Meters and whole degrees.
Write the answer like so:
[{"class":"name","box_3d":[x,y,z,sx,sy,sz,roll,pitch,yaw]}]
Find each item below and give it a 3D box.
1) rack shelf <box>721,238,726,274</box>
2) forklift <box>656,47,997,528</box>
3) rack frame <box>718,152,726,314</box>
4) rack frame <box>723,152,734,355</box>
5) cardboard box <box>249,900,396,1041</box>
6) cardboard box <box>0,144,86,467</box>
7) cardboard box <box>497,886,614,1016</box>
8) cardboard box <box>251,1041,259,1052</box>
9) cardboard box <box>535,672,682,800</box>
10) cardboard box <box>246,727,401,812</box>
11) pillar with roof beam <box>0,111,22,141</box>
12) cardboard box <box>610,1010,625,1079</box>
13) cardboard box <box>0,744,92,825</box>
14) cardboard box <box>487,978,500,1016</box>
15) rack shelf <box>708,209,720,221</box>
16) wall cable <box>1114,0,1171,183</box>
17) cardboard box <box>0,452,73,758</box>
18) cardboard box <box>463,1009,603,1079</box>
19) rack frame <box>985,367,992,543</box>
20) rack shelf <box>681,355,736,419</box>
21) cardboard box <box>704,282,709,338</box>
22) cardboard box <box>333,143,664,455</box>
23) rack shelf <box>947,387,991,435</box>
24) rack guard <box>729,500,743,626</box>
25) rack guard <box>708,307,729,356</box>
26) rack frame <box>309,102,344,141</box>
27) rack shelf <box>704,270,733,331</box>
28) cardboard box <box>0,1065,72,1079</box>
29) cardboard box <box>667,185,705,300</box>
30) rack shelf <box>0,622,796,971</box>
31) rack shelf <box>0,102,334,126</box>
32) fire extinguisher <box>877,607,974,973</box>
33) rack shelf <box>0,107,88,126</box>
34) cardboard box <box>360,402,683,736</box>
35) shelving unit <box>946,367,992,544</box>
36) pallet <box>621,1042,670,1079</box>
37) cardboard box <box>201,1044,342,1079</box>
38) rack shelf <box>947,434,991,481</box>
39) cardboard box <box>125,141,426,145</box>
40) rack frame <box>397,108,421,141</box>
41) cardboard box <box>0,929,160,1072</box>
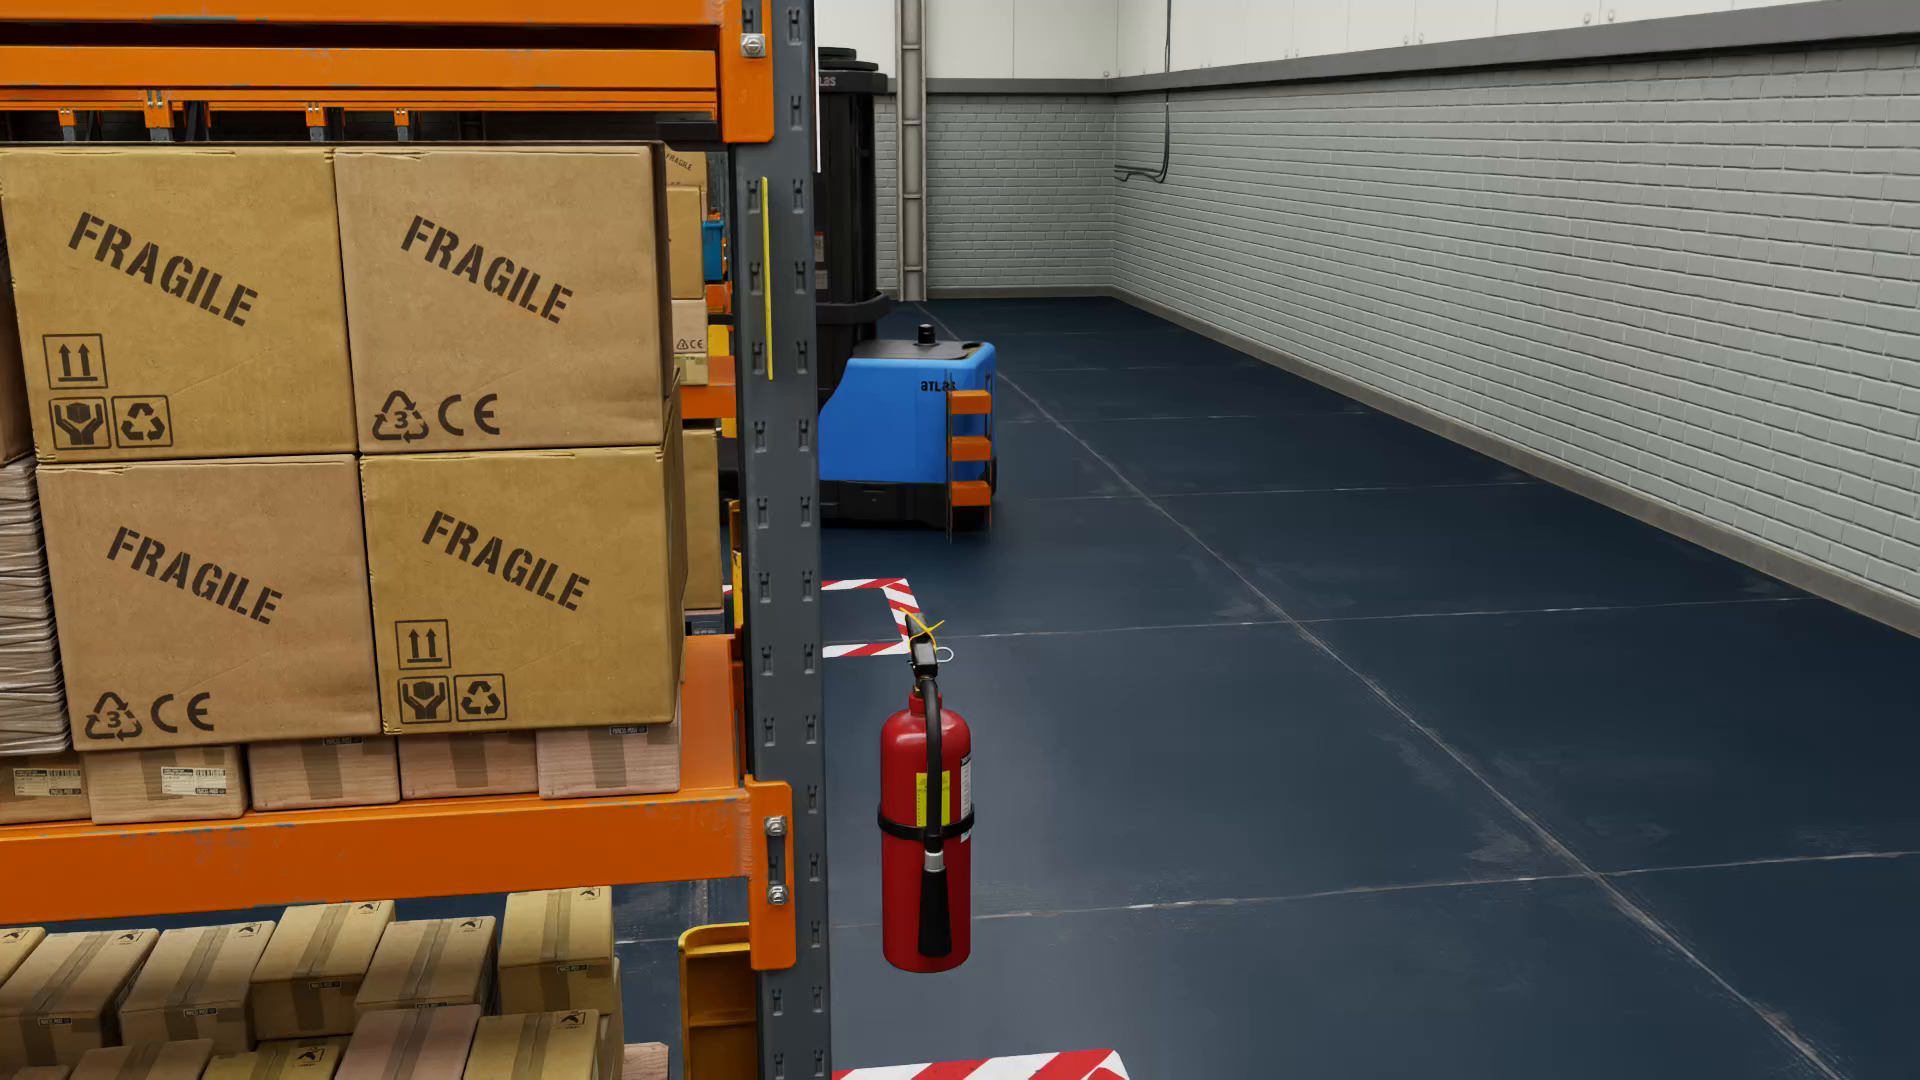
[{"class":"rack shelf","box_3d":[-4.471,-3.010,17.538,4.000,0.370,1.077,-2,14,-8]},{"class":"forklift","box_3d":[-1.314,-1.646,10.758,3.031,2.935,1.130,2,14,9]},{"class":"rack frame","box_3d":[-2.493,-3.432,17.740,0.127,3.000,1.000,-2,14,-8]},{"class":"rack frame","box_3d":[-1.759,-2.240,12.988,0.127,3.000,1.000,-2,14,-8]},{"class":"cardboard box","box_3d":[-1.473,0.993,3.870,0.250,0.149,0.380,-2,14,-8]},{"class":"cardboard box","box_3d":[-1.811,-0.414,2.834,0.500,0.500,0.500,-1,14,-5]},{"class":"cardboard box","box_3d":[-0.951,0.976,3.939,0.250,0.149,0.380,-3,14,-11]},{"class":"cardboard box","box_3d":[-1.716,1.150,3.857,0.250,0.149,0.380,-2,14,-7]},{"class":"cardboard box","box_3d":[-0.662,0.350,3.178,0.250,0.149,0.380,-2,14,-8]},{"class":"cardboard box","box_3d":[-1.159,0.362,3.127,0.250,0.149,0.380,-2,14,-9]},{"class":"pillar with roof beam","box_3d":[-11.918,-6.369,17.117,0.400,9.000,9.100,-2,14,-8]},{"class":"cardboard box","box_3d":[-0.948,1.269,3.993,0.250,0.149,0.380,-2,14,-7]},{"class":"cardboard box","box_3d":[-1.673,0.380,3.058,0.250,0.149,0.380,-3,14,-11]},{"class":"cardboard box","box_3d":[-1.217,1.136,3.910,0.250,0.149,0.380,-2,14,-9]},{"class":"rack shelf","box_3d":[-5.212,-4.202,22.289,4.000,0.370,1.077,-2,14,-8]},{"class":"wall cable","box_3d":[2.412,-6.146,22.613,0.112,2.526,3.097,-2,14,-8]},{"class":"cardboard box","box_3d":[-1.798,0.071,2.954,0.500,0.500,0.500,-2,14,-8]},{"class":"cardboard box","box_3d":[-0.868,1.119,3.369,0.250,0.149,0.380,-2,14,-8]},{"class":"rack frame","box_3d":[0.174,-0.516,10.119,0.008,1.050,0.200,-2,14,-8]},{"class":"rack shelf","box_3d":[-2.998,-0.627,8.036,4.000,0.370,1.077,-2,14,-8]},{"class":"cardboard box","box_3d":[-1.536,-1.168,8.409,0.500,0.250,0.500,-2,14,-10]},{"class":"cardboard box","box_3d":[-0.797,-0.453,2.991,0.500,0.500,0.500,-2,14,-9]},{"class":"rack shelf","box_3d":[0.053,-0.776,10.035,0.240,0.259,0.215,-2,14,-8]},{"class":"rack guard","box_3d":[-0.997,0.163,8.545,0.348,0.500,1.175,-2,14,-8]},{"class":"rack guard","box_3d":[-2.568,-2.217,18.033,0.348,0.500,1.175,-2,14,-8]},{"class":"rack frame","box_3d":[-6.448,-3.287,17.162,0.127,3.000,1.000,-2,14,-8]},{"class":"rack shelf","box_3d":[-3.736,-1.819,12.787,4.000,0.370,1.077,-2,14,-8]},{"class":"cardboard box","box_3d":[-1.885,1.171,3.160,0.250,0.149,0.380,-2,14,-6]},{"class":"cardboard box","box_3d":[-1.463,-1.403,7.806,0.500,0.500,0.500,-2,14,-8]},{"class":"rack shelf","box_3d":[-2.359,0.569,3.264,4.000,0.370,1.077,-2,14,-8]},{"class":"rack shelf","box_3d":[-8.426,-4.320,16.595,4.000,0.370,1.077,-2,14,-8]},{"class":"fire extinguisher","box_3d":[-0.064,0.468,3.114,0.183,0.674,0.296,-2,14,-8]},{"class":"rack shelf","box_3d":[-13.123,-5.367,20.768,4.000,0.370,1.077,-2,14,-8]},{"class":"cardboard box","box_3d":[-0.788,0.033,3.105,0.500,0.500,0.500,-2,14,-7]},{"class":"shelving unit","box_3d":[0.053,-0.511,10.102,0.252,1.050,0.215,-2,14,-8]},{"class":"pallet","box_3d":[-1.266,1.524,3.710,1.213,0.211,1.003,-2,14,-8]},{"class":"cardboard box","box_3d":[-1.362,1.154,3.229,0.250,0.149,0.380,-2,14,-10]},{"class":"rack shelf","box_3d":[0.053,-0.501,10.104,0.240,0.259,0.215,-2,14,-8]},{"class":"cardboard box","box_3d":[-1.363,-0.558,3.406,0.500,0.500,0.500,-2,14,-7]},{"class":"rack frame","box_3d":[-7.190,-4.478,21.912,0.127,3.000,1.000,-2,14,-8]},{"class":"cardboard box","box_3d":[-1.982,1.030,3.724,0.250,0.149,0.380,-2,14,-6]}]
